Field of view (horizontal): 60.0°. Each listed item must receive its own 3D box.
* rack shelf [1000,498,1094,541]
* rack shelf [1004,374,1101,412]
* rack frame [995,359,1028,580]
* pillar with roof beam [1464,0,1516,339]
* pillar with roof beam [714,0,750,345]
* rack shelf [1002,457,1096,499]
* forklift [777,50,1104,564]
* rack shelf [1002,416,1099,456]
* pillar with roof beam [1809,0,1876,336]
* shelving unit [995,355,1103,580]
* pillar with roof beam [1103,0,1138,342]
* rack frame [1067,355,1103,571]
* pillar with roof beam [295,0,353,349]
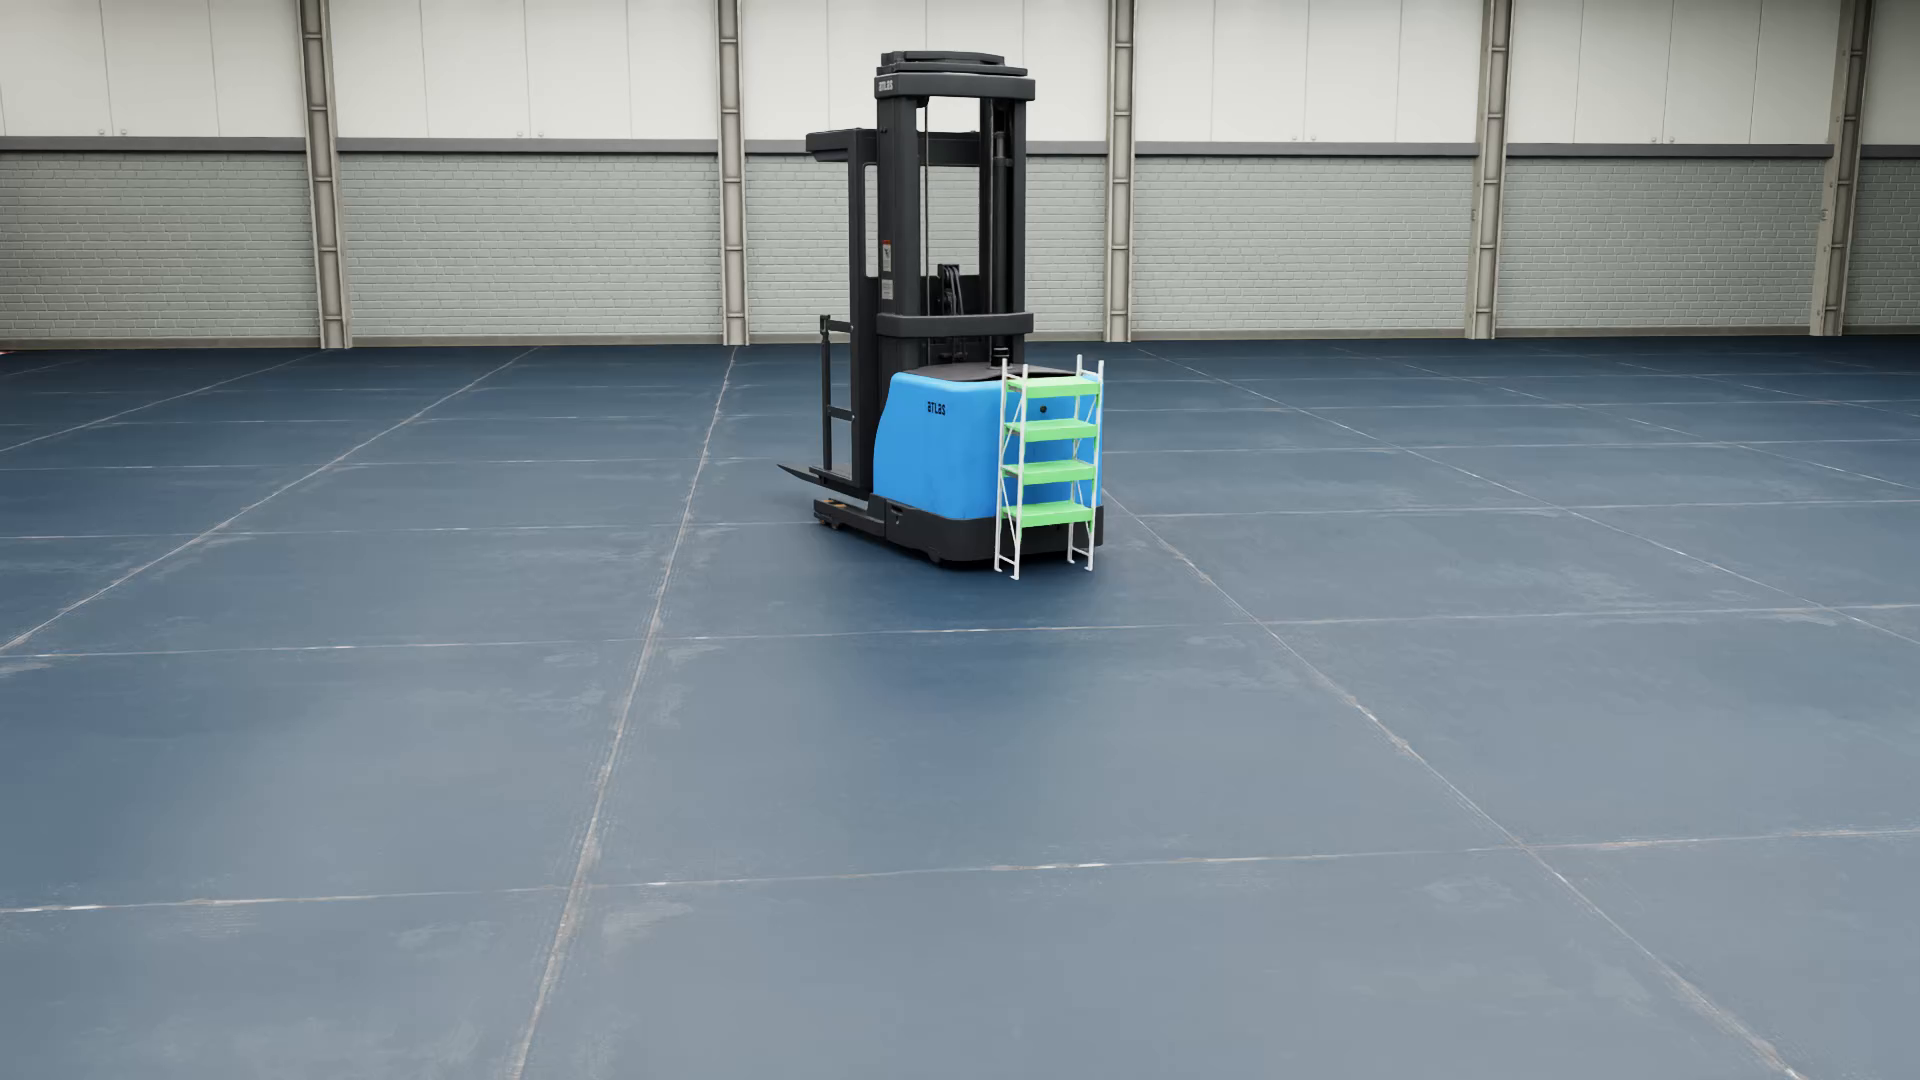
[{"bbox_3d":[0.484,-0.118,9.385,0.480,0.148,0.258,-6,17,-28],"label":"rack shelf"},{"bbox_3d":[0.508,-0.814,9.203,0.480,0.148,0.258,-6,17,-28],"label":"rack shelf"},{"bbox_3d":[0.280,-0.389,9.193,0.015,1.200,0.240,-6,17,-28],"label":"rack frame"},{"bbox_3d":[8.925,-6.878,22.024,0.400,9.000,9.100,-1,11,-6],"label":"pillar with roof beam"},{"bbox_3d":[-3.005,-6.628,20.753,0.400,9.000,9.100,-1,11,-6],"label":"pillar with roof beam"},{"bbox_3d":[0.492,-0.350,9.324,0.480,0.148,0.258,-6,17,-28],"label":"rack shelf"},{"bbox_3d":[-0.301,-1.544,10.624,1.130,2.935,3.031,-6,13,-28],"label":"forklift"},{"bbox_3d":[0.500,-0.582,9.264,0.480,0.148,0.258,-6,17,-28],"label":"rack shelf"},{"bbox_3d":[14.890,-7.003,22.660,0.400,9.000,9.100,-1,11,-6],"label":"pillar with roof beam"},{"bbox_3d":[0.494,-0.412,9.308,0.503,1.200,0.258,-6,17,-28],"label":"shelving unit"},{"bbox_3d":[2.960,-6.753,21.389,0.400,9.000,9.100,-1,11,-6],"label":"pillar with roof beam"},{"bbox_3d":[0.708,-0.435,9.423,0.015,1.200,0.240,-6,17,-28],"label":"rack frame"},{"bbox_3d":[-8.970,-6.503,20.117,0.400,9.000,9.100,-1,11,-6],"label":"pillar with roof beam"}]
